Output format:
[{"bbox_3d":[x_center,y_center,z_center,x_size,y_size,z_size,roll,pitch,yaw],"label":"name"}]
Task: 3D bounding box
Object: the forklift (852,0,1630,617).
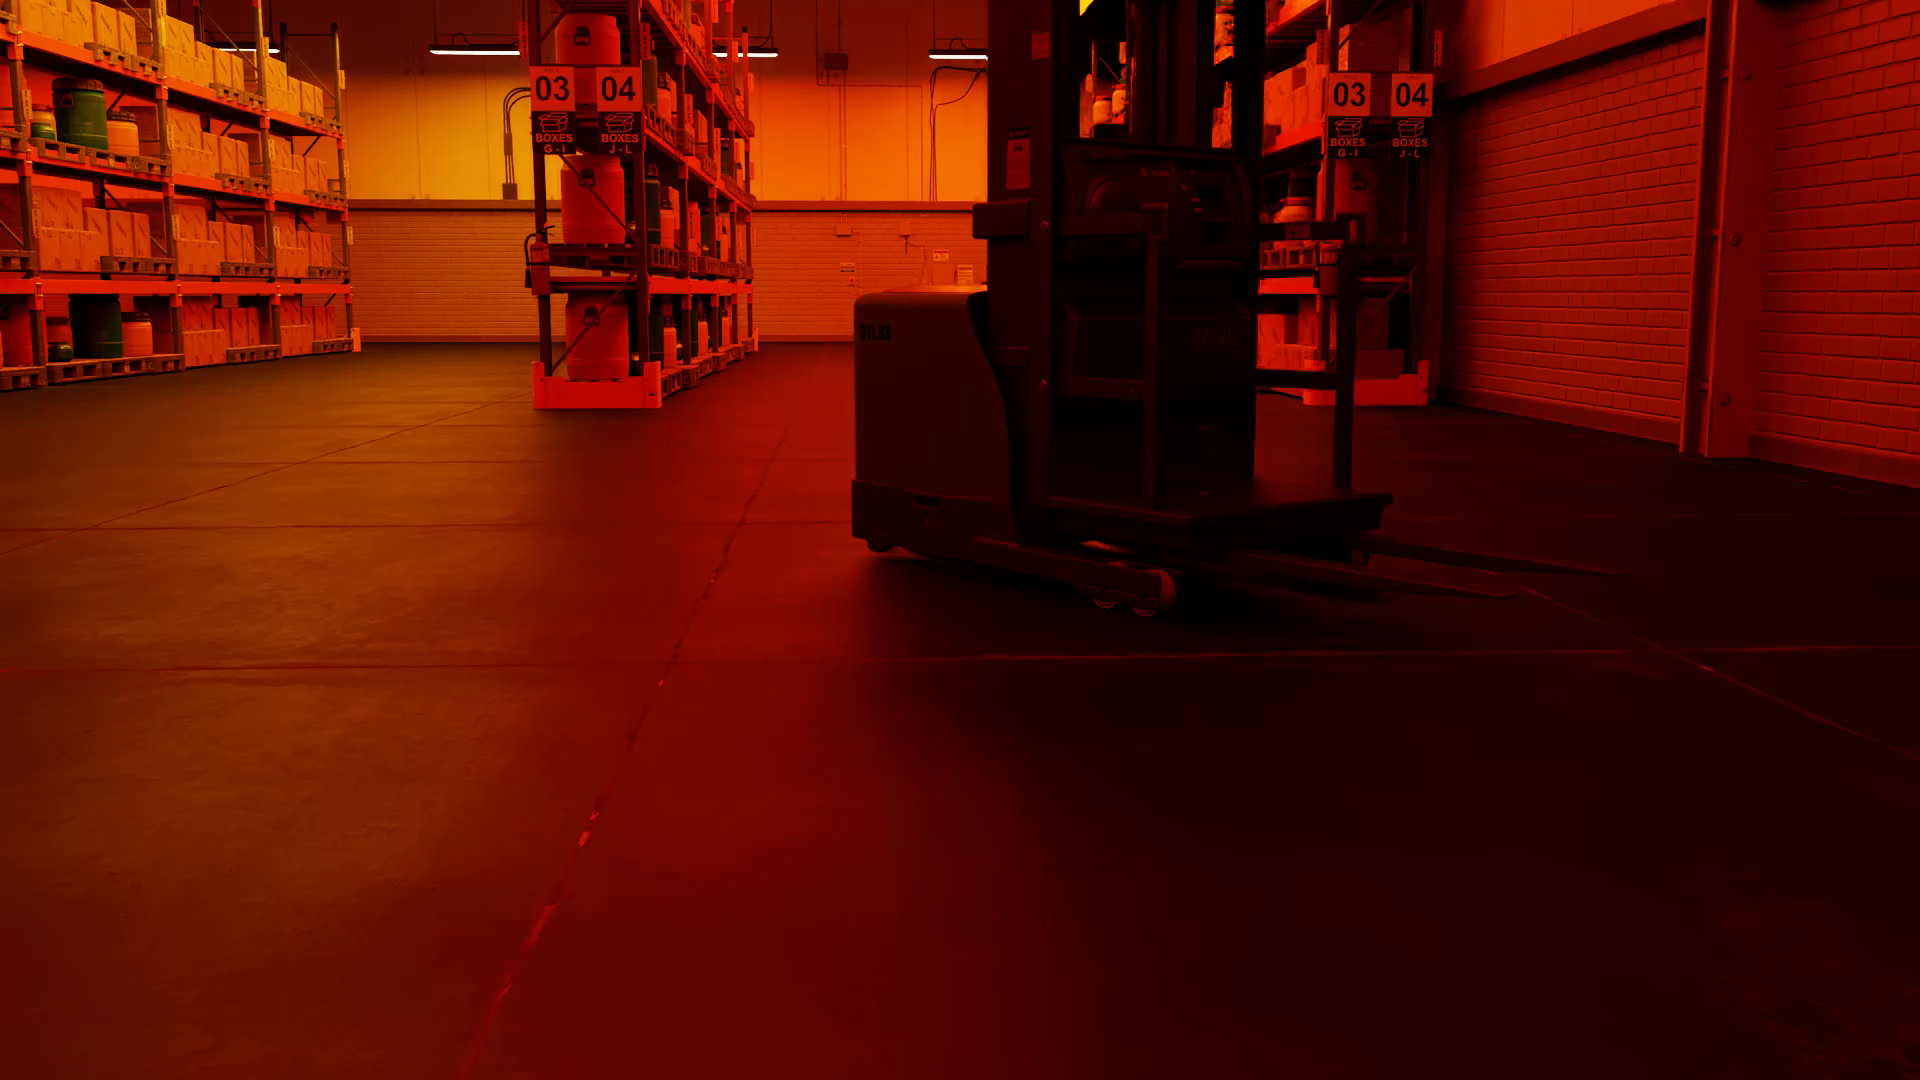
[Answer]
[{"bbox_3d":[0.861,-1.272,5.899,1.130,2.935,3.031,-7,11,-38],"label":"forklift"}]
